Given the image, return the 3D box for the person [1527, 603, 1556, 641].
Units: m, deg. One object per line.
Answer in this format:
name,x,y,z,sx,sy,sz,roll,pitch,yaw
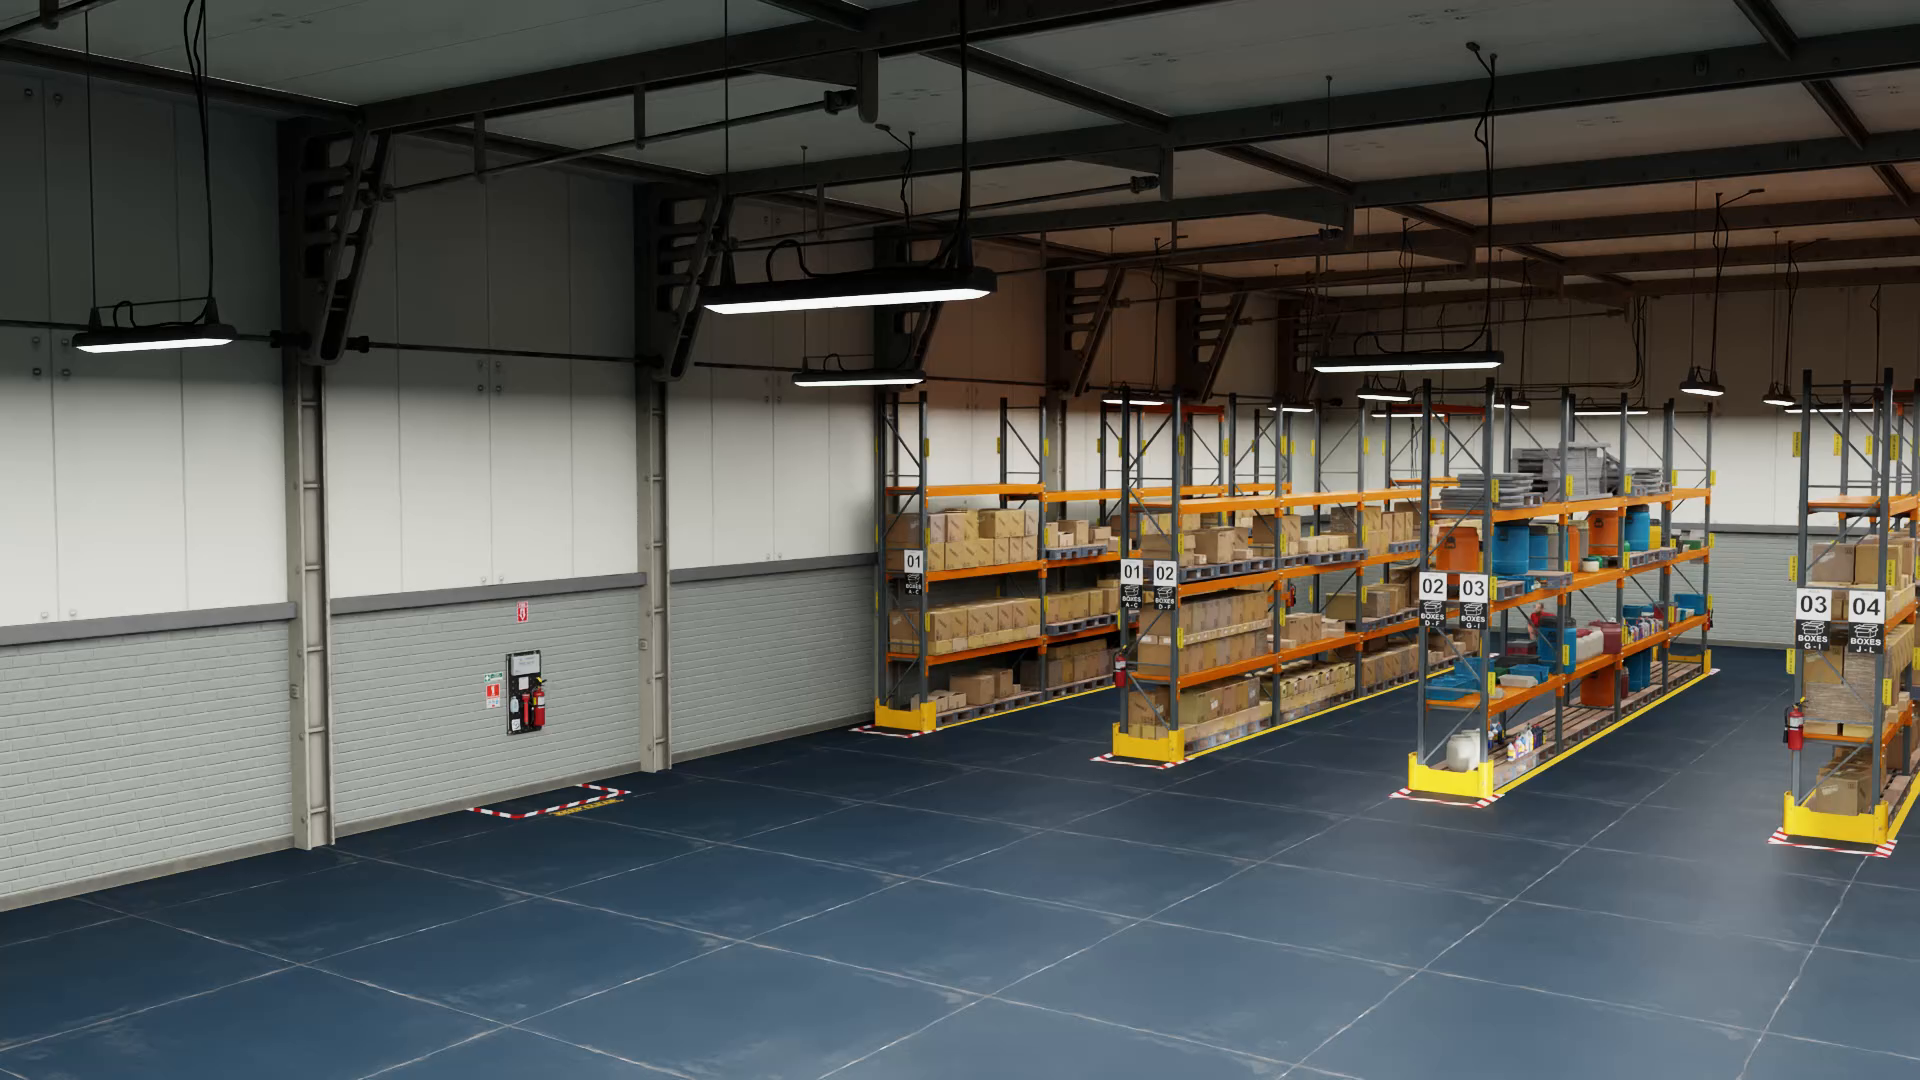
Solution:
person,12.774,2.172,36.360,0.706,1.636,0.722,3,4,43
